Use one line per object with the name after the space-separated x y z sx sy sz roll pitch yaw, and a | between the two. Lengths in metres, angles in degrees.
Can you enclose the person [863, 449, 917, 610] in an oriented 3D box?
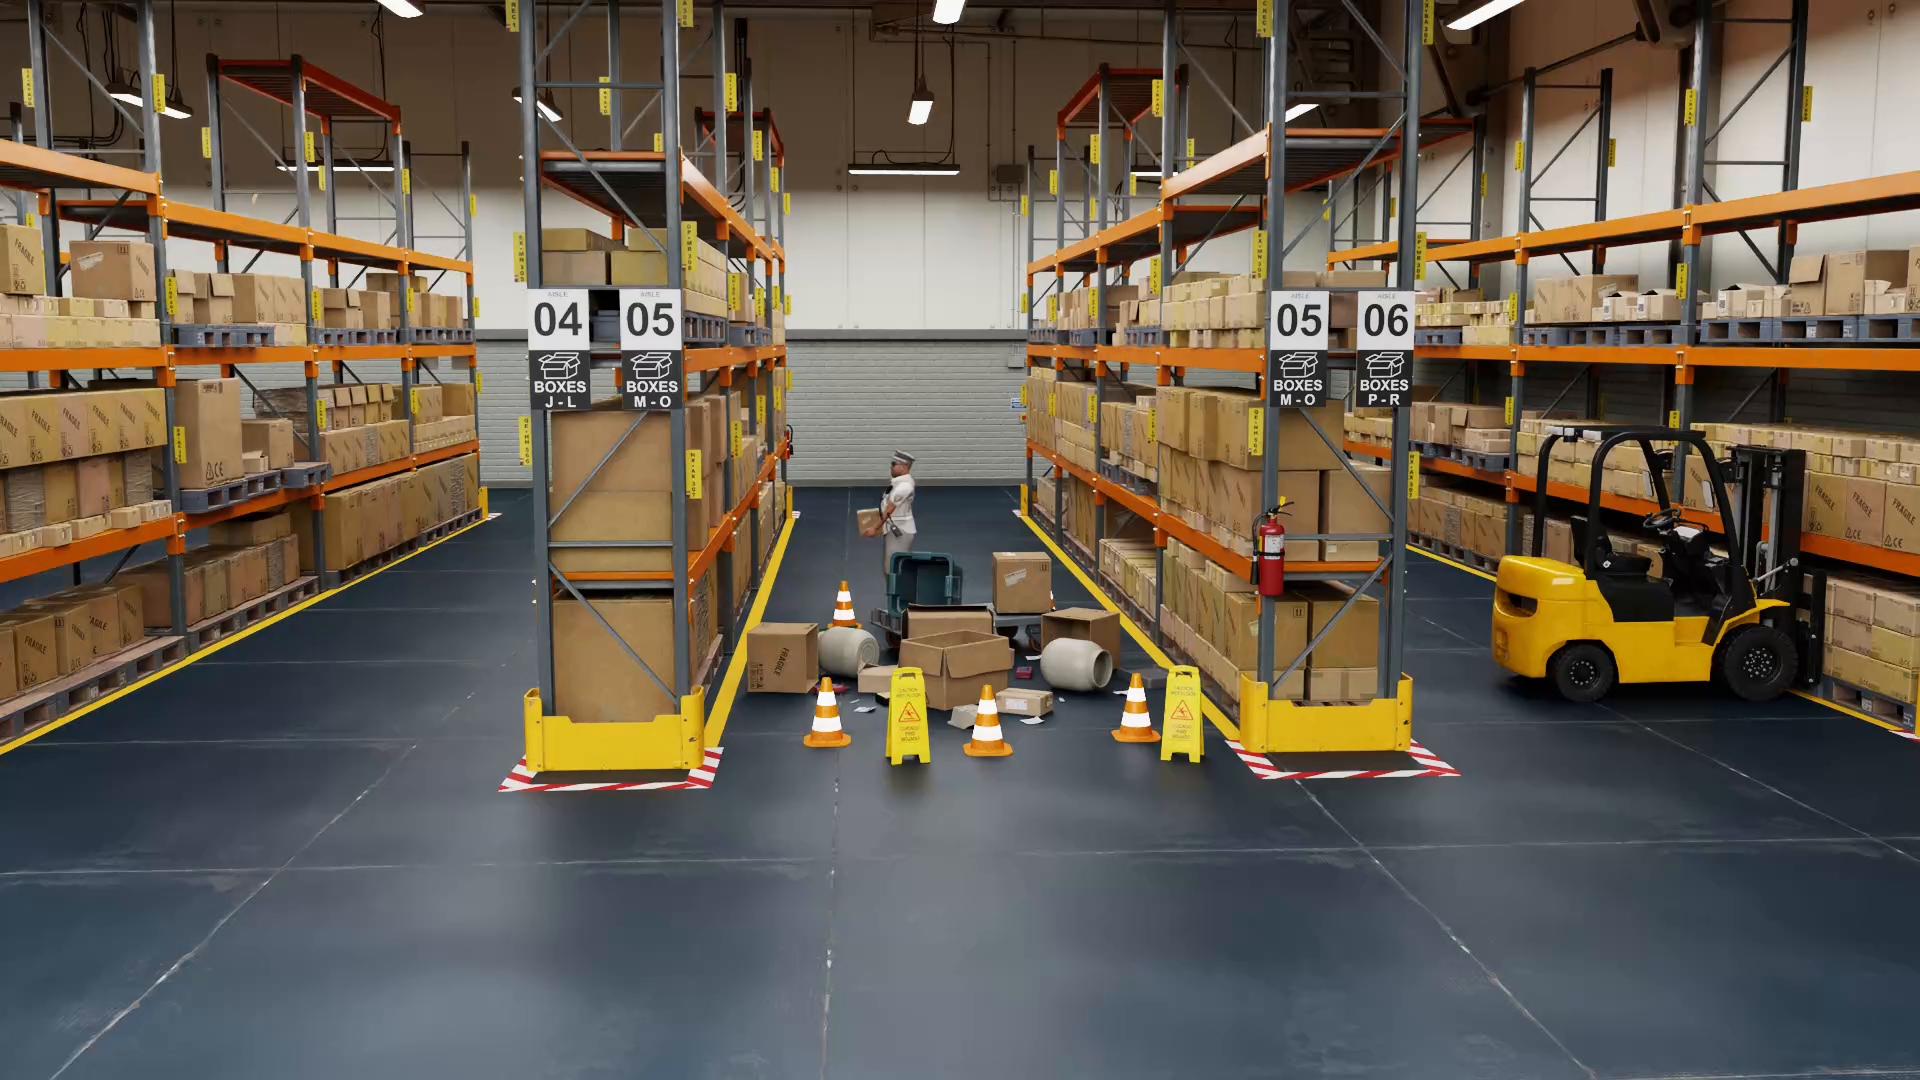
-0.725 -0.053 17.095 0.556 1.767 0.494 0 7 -3 | person
